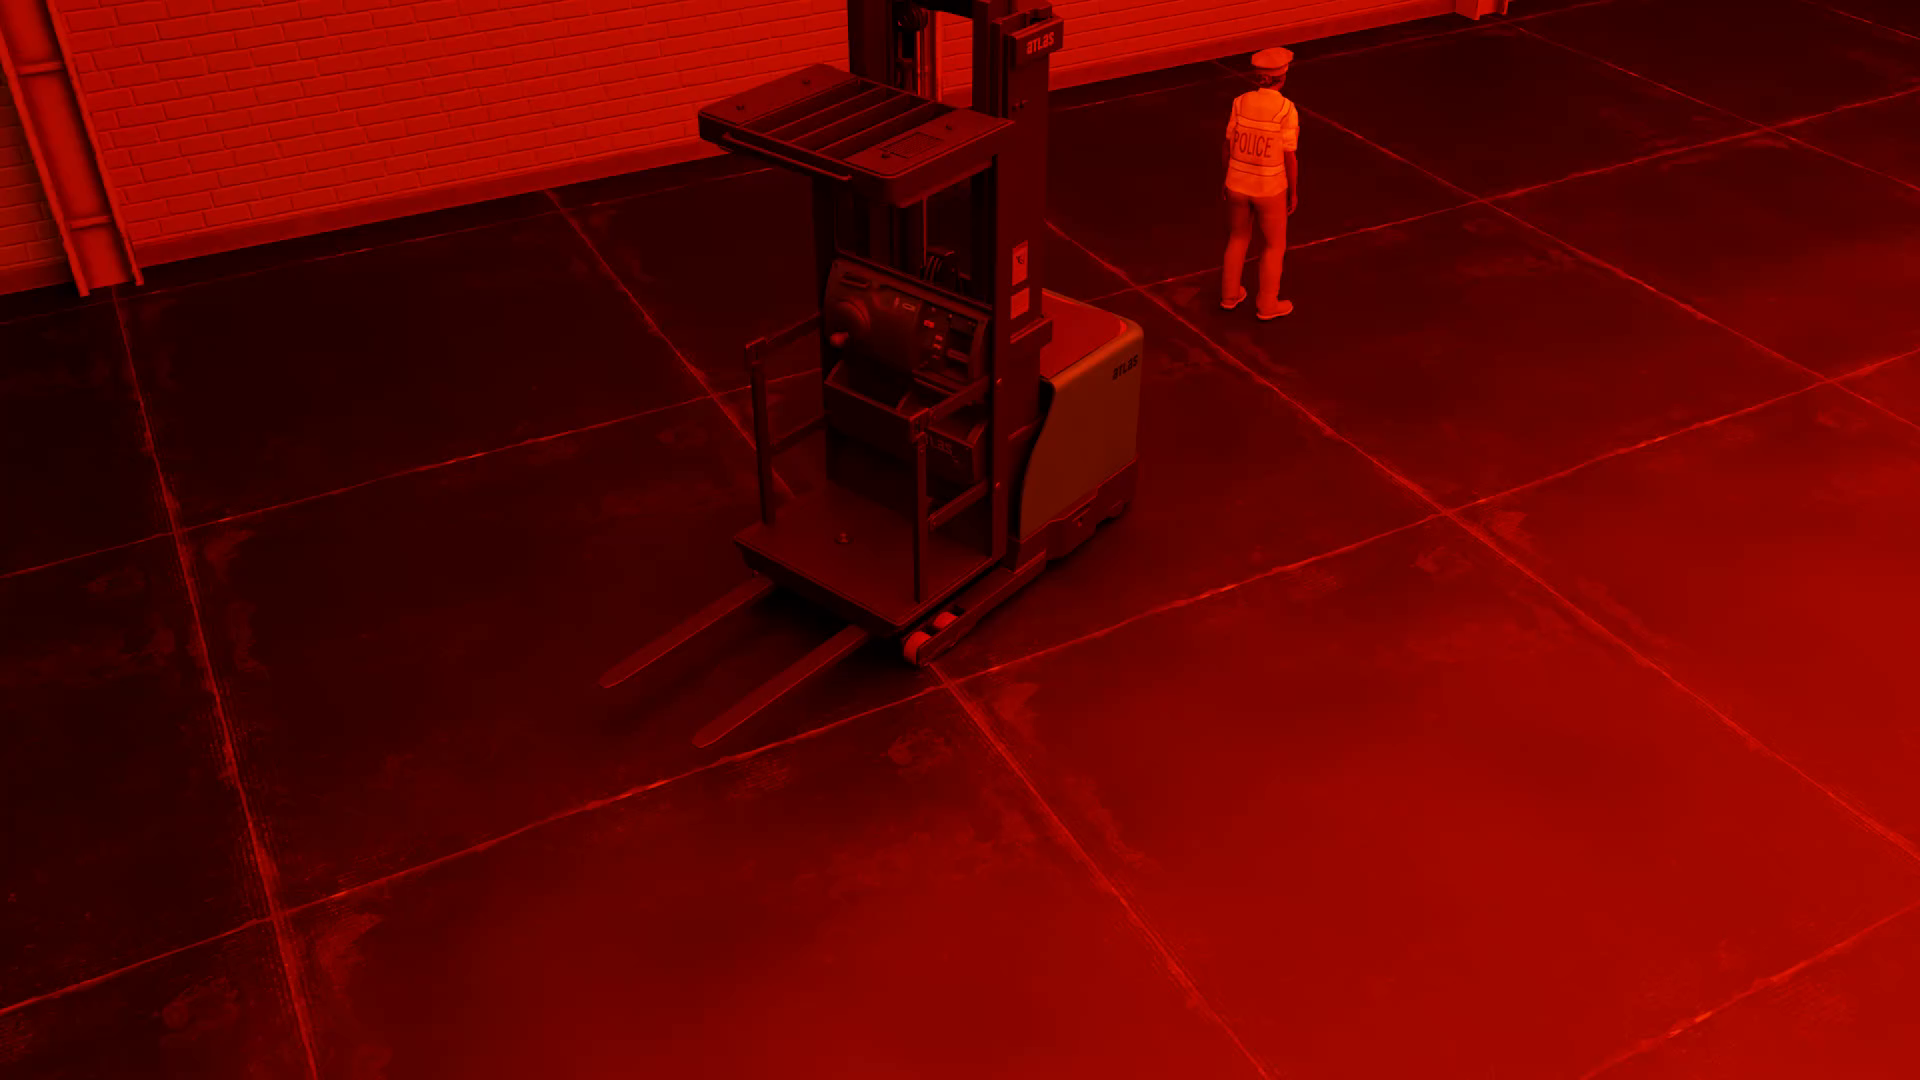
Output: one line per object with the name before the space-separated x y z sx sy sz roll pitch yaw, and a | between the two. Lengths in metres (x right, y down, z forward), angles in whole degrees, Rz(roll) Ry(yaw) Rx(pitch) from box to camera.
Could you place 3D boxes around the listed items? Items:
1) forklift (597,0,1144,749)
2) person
forklift | -0.390 -0.927 7.434 1.130 2.935 3.031 26 43 31
person | 1.866 -2.182 10.315 0.528 1.658 0.397 21 40 27
